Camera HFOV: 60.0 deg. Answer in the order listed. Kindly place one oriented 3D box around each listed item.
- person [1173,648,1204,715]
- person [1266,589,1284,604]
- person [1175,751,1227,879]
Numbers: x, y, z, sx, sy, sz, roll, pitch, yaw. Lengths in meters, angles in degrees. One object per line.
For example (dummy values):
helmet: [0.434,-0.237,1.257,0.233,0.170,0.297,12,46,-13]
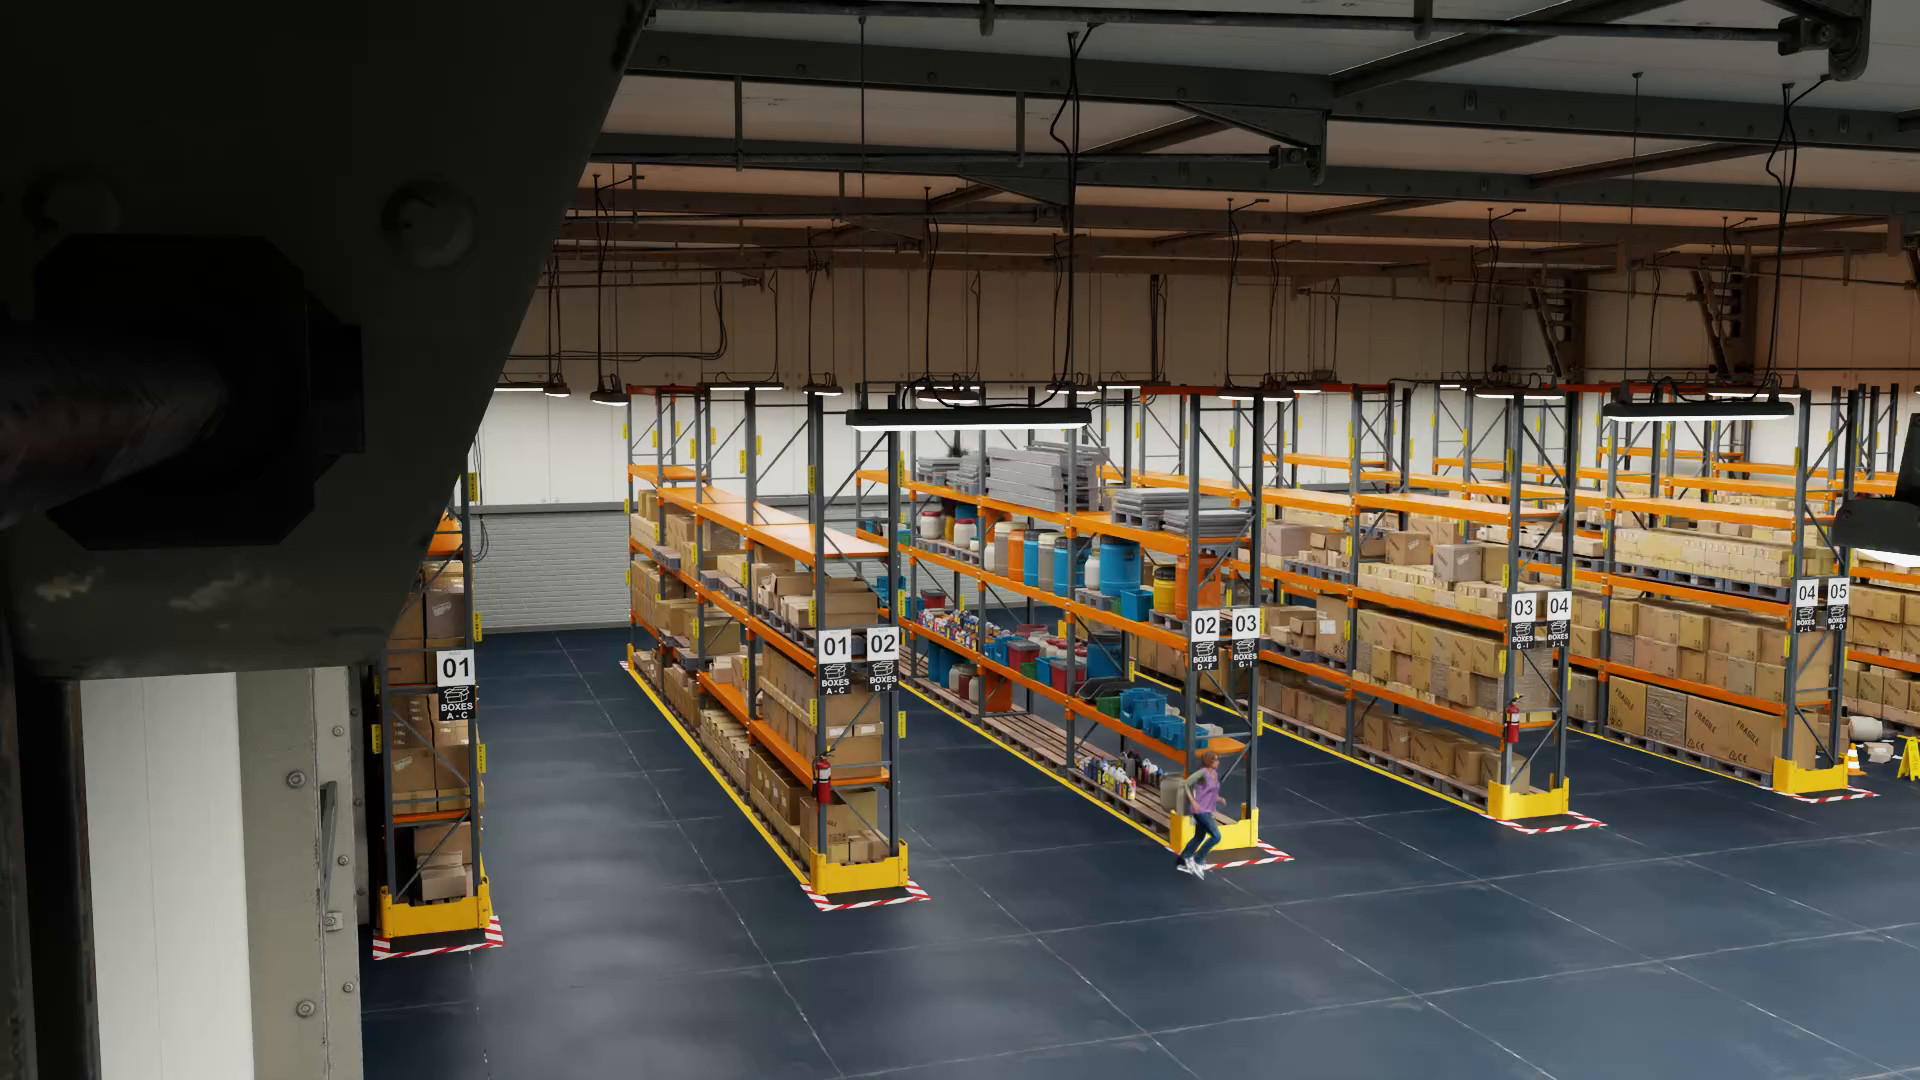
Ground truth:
person: [4.236,2.199,30.142,0.666,1.845,0.932,-3,7,-26]
person: [7.849,1.276,41.377,0.747,1.598,0.597,3,7,28]
person: [3.029,3.409,20.789,0.623,1.567,0.545,3,7,28]
